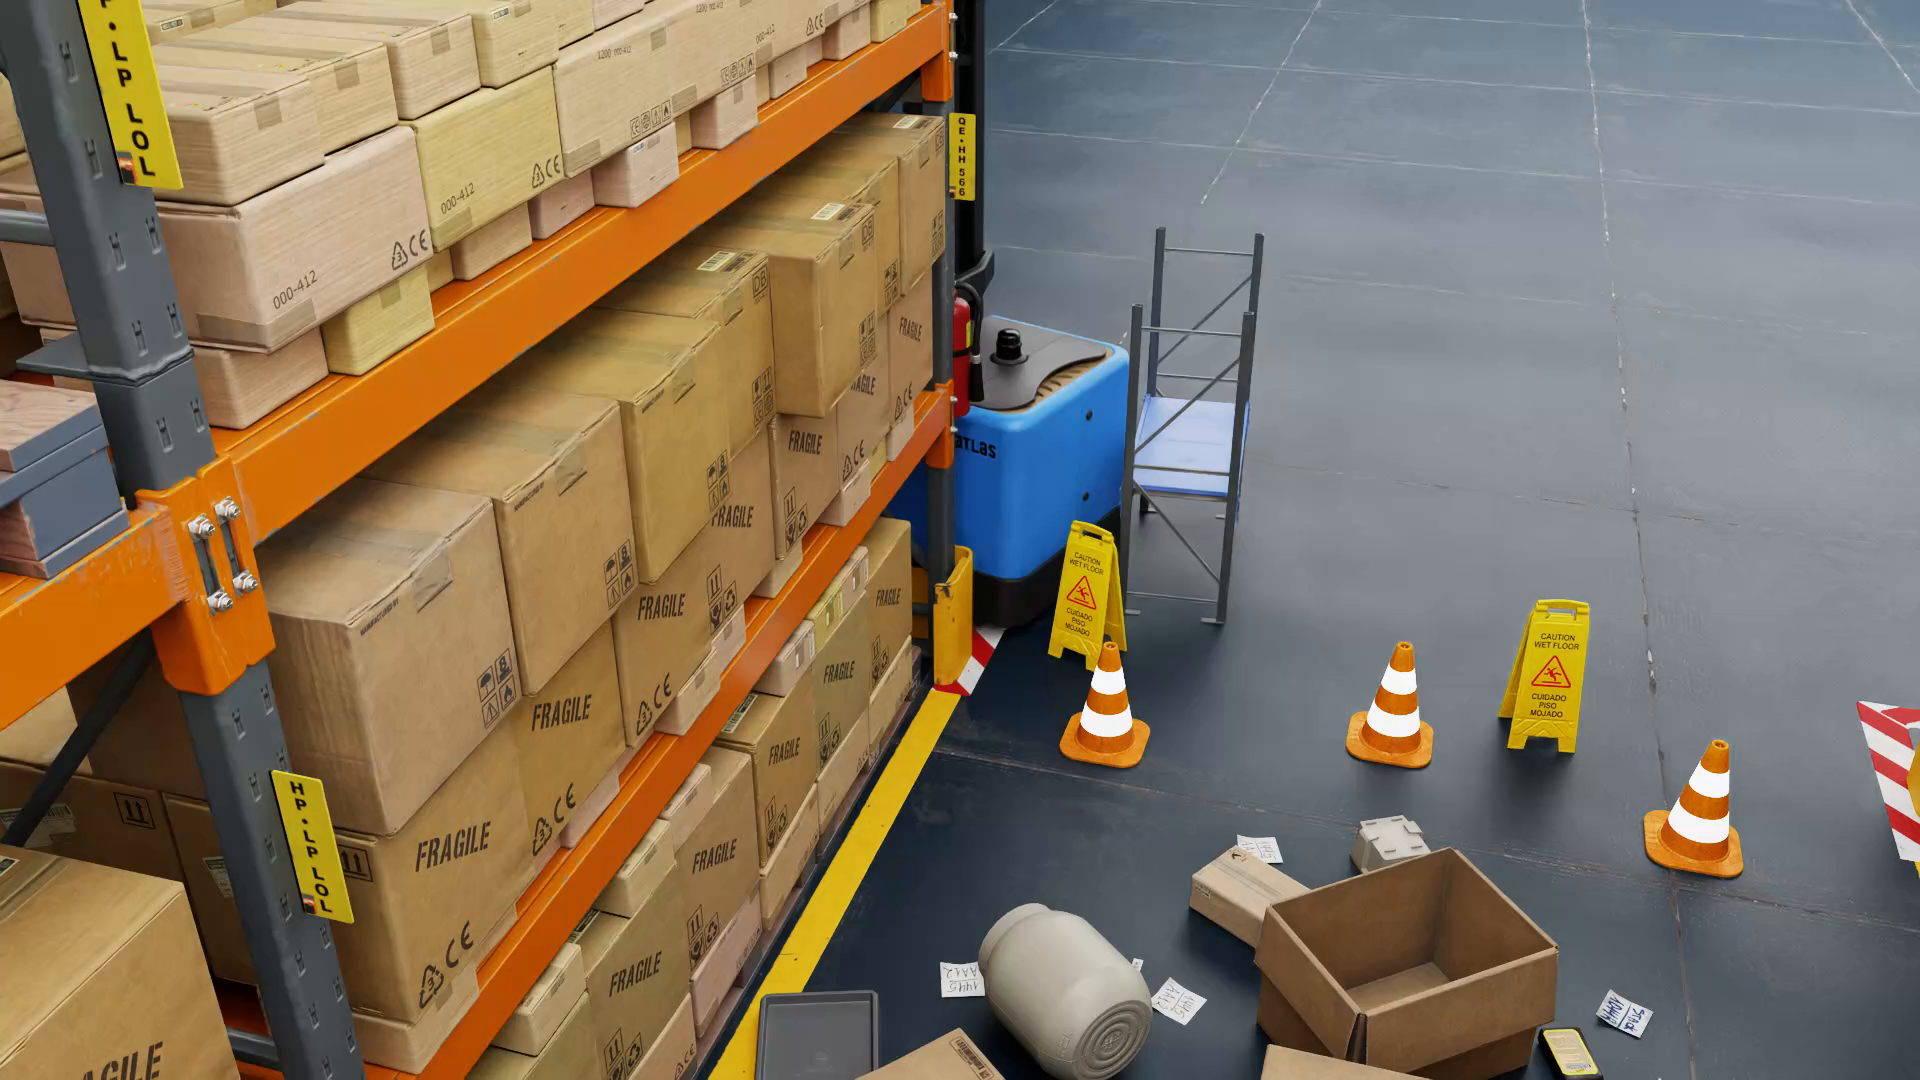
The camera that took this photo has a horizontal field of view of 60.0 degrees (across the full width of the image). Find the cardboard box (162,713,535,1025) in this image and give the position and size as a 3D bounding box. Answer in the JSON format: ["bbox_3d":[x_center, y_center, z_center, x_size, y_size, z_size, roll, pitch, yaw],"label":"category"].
[{"bbox_3d":[-1.295,0.643,3.600,0.500,0.500,0.500,8,30,15],"label":"cardboard box"}]

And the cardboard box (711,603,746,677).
[{"bbox_3d":[-0.859,0.276,4.926,0.380,0.149,0.250,8,30,15],"label":"cardboard box"}]

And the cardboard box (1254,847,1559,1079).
[{"bbox_3d":[1.389,1.391,5.232,0.797,0.503,0.637,-12,31,-20],"label":"cardboard box"}]

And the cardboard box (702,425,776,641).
[{"bbox_3d":[-0.880,-0.063,4.869,0.500,0.500,0.500,9,30,15],"label":"cardboard box"}]

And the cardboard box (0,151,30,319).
[{"bbox_3d":[-1.817,-0.638,3.075,0.500,0.250,0.500,8,30,14],"label":"cardboard box"}]

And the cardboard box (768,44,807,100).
[{"bbox_3d":[-0.671,-1.403,4.860,0.380,0.149,0.250,8,30,14],"label":"cardboard box"}]

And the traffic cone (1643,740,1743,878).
[{"bbox_3d":[2.732,0.935,6.094,0.336,0.463,0.334,8,30,15],"label":"traffic cone"}]

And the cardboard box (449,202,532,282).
[{"bbox_3d":[-1.155,-0.685,3.569,0.380,0.149,0.250,9,30,16],"label":"cardboard box"}]

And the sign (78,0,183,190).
[{"bbox_3d":[-1.159,-0.650,2.310,0.100,0.325,0.005,8,30,15],"label":"sign"}]

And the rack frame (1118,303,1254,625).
[{"bbox_3d":[0.964,-0.301,7.248,0.500,1.500,0.032,6,30,10],"label":"rack frame"}]

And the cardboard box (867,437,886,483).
[{"bbox_3d":[-0.485,-0.314,5.987,0.380,0.149,0.250,8,30,14],"label":"cardboard box"}]

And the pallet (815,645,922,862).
[{"bbox_3d":[-0.811,0.749,6.687,1.003,0.211,1.213,8,30,15],"label":"pallet"}]

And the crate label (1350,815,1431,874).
[{"bbox_3d":[1.580,1.132,6.075,0.250,0.136,0.298,-6,30,-11],"label":"crate label"}]

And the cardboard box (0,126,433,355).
[{"bbox_3d":[-1.299,-0.559,2.933,0.500,0.250,0.500,8,30,14],"label":"cardboard box"}]

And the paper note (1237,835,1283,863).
[{"bbox_3d":[1.109,1.143,6.164,0.148,0.019,0.142,-1,29,-3],"label":"paper note"}]

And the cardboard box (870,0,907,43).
[{"bbox_3d":[-0.395,-1.753,5.488,0.380,0.149,0.250,9,30,15],"label":"cardboard box"}]

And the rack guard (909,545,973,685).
[{"bbox_3d":[-0.538,0.250,7.286,1.175,0.500,0.348,8,30,15],"label":"rack guard"}]

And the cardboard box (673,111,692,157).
[{"bbox_3d":[-0.910,-1.047,4.220,0.380,0.149,0.250,9,30,15],"label":"cardboard box"}]

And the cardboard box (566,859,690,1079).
[{"bbox_3d":[-1.113,1.186,4.658,0.500,0.500,0.500,10,31,17],"label":"cardboard box"}]

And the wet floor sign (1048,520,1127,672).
[{"bbox_3d":[0.563,0.216,7.199,0.267,0.644,0.232,20,35,32],"label":"wet floor sign"}]

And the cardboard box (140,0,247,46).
[{"bbox_3d":[-1.641,-0.987,3.291,0.380,0.149,0.250,9,30,16],"label":"cardboard box"}]

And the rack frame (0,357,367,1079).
[{"bbox_3d":[-1.690,0.981,3.400,1.000,3.000,0.127,8,30,15],"label":"rack frame"}]

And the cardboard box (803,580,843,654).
[{"bbox_3d":[-0.622,0.235,5.699,0.380,0.149,0.250,9,30,16],"label":"cardboard box"}]

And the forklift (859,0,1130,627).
[{"bbox_3d":[-0.702,-1.435,7.815,3.031,2.935,1.130,18,34,30],"label":"forklift"}]

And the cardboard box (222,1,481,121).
[{"bbox_3d":[-1.151,-0.914,3.161,0.380,0.149,0.250,8,30,13],"label":"cardboard box"}]

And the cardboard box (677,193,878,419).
[{"bbox_3d":[-0.664,-0.734,5.046,0.700,0.500,0.500,8,30,14],"label":"cardboard box"}]

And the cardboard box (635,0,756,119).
[{"bbox_3d":[-0.851,-1.266,4.203,0.500,0.250,0.500,9,30,15],"label":"cardboard box"}]

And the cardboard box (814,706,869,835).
[{"bbox_3d":[-0.656,0.794,6.133,0.500,0.250,0.500,9,30,15],"label":"cardboard box"}]

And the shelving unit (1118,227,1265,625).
[{"bbox_3d":[1.066,-0.543,7.684,0.538,1.500,1.048,6,30,10],"label":"shelving unit"}]

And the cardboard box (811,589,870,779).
[{"bbox_3d":[-0.652,0.465,5.953,0.500,0.500,0.500,10,31,17],"label":"cardboard box"}]

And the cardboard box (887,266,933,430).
[{"bbox_3d":[-0.412,-0.760,6.121,0.500,0.500,0.500,8,30,14],"label":"cardboard box"}]

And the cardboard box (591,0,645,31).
[{"bbox_3d":[-0.956,-1.281,3.820,0.380,0.149,0.250,8,30,14],"label":"cardboard box"}]

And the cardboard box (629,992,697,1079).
[{"bbox_3d":[-1.113,1.514,4.839,0.500,0.250,0.500,10,31,18],"label":"cardboard box"}]

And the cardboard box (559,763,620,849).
[{"bbox_3d":[-1.112,0.628,4.294,0.380,0.149,0.250,9,30,16],"label":"cardboard box"}]

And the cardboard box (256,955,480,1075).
[{"bbox_3d":[-1.291,0.990,3.642,0.380,0.149,0.250,8,30,15],"label":"cardboard box"}]

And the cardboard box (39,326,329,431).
[{"bbox_3d":[-1.361,-0.331,2.932,0.380,0.149,0.250,8,30,14],"label":"cardboard box"}]

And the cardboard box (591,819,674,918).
[{"bbox_3d":[-1.016,0.864,4.569,0.380,0.149,0.250,10,31,17],"label":"cardboard box"}]

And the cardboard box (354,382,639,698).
[{"bbox_3d":[-1.183,-0.037,3.794,0.700,0.500,0.500,9,30,15],"label":"cardboard box"}]

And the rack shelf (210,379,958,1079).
[{"bbox_3d":[-1.103,0.366,5.246,1.077,0.370,4.000,8,30,15],"label":"rack shelf"}]

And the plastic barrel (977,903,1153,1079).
[{"bbox_3d":[0.325,1.424,5.255,0.421,0.421,0.512,-17,34,-28],"label":"plastic barrel"}]
